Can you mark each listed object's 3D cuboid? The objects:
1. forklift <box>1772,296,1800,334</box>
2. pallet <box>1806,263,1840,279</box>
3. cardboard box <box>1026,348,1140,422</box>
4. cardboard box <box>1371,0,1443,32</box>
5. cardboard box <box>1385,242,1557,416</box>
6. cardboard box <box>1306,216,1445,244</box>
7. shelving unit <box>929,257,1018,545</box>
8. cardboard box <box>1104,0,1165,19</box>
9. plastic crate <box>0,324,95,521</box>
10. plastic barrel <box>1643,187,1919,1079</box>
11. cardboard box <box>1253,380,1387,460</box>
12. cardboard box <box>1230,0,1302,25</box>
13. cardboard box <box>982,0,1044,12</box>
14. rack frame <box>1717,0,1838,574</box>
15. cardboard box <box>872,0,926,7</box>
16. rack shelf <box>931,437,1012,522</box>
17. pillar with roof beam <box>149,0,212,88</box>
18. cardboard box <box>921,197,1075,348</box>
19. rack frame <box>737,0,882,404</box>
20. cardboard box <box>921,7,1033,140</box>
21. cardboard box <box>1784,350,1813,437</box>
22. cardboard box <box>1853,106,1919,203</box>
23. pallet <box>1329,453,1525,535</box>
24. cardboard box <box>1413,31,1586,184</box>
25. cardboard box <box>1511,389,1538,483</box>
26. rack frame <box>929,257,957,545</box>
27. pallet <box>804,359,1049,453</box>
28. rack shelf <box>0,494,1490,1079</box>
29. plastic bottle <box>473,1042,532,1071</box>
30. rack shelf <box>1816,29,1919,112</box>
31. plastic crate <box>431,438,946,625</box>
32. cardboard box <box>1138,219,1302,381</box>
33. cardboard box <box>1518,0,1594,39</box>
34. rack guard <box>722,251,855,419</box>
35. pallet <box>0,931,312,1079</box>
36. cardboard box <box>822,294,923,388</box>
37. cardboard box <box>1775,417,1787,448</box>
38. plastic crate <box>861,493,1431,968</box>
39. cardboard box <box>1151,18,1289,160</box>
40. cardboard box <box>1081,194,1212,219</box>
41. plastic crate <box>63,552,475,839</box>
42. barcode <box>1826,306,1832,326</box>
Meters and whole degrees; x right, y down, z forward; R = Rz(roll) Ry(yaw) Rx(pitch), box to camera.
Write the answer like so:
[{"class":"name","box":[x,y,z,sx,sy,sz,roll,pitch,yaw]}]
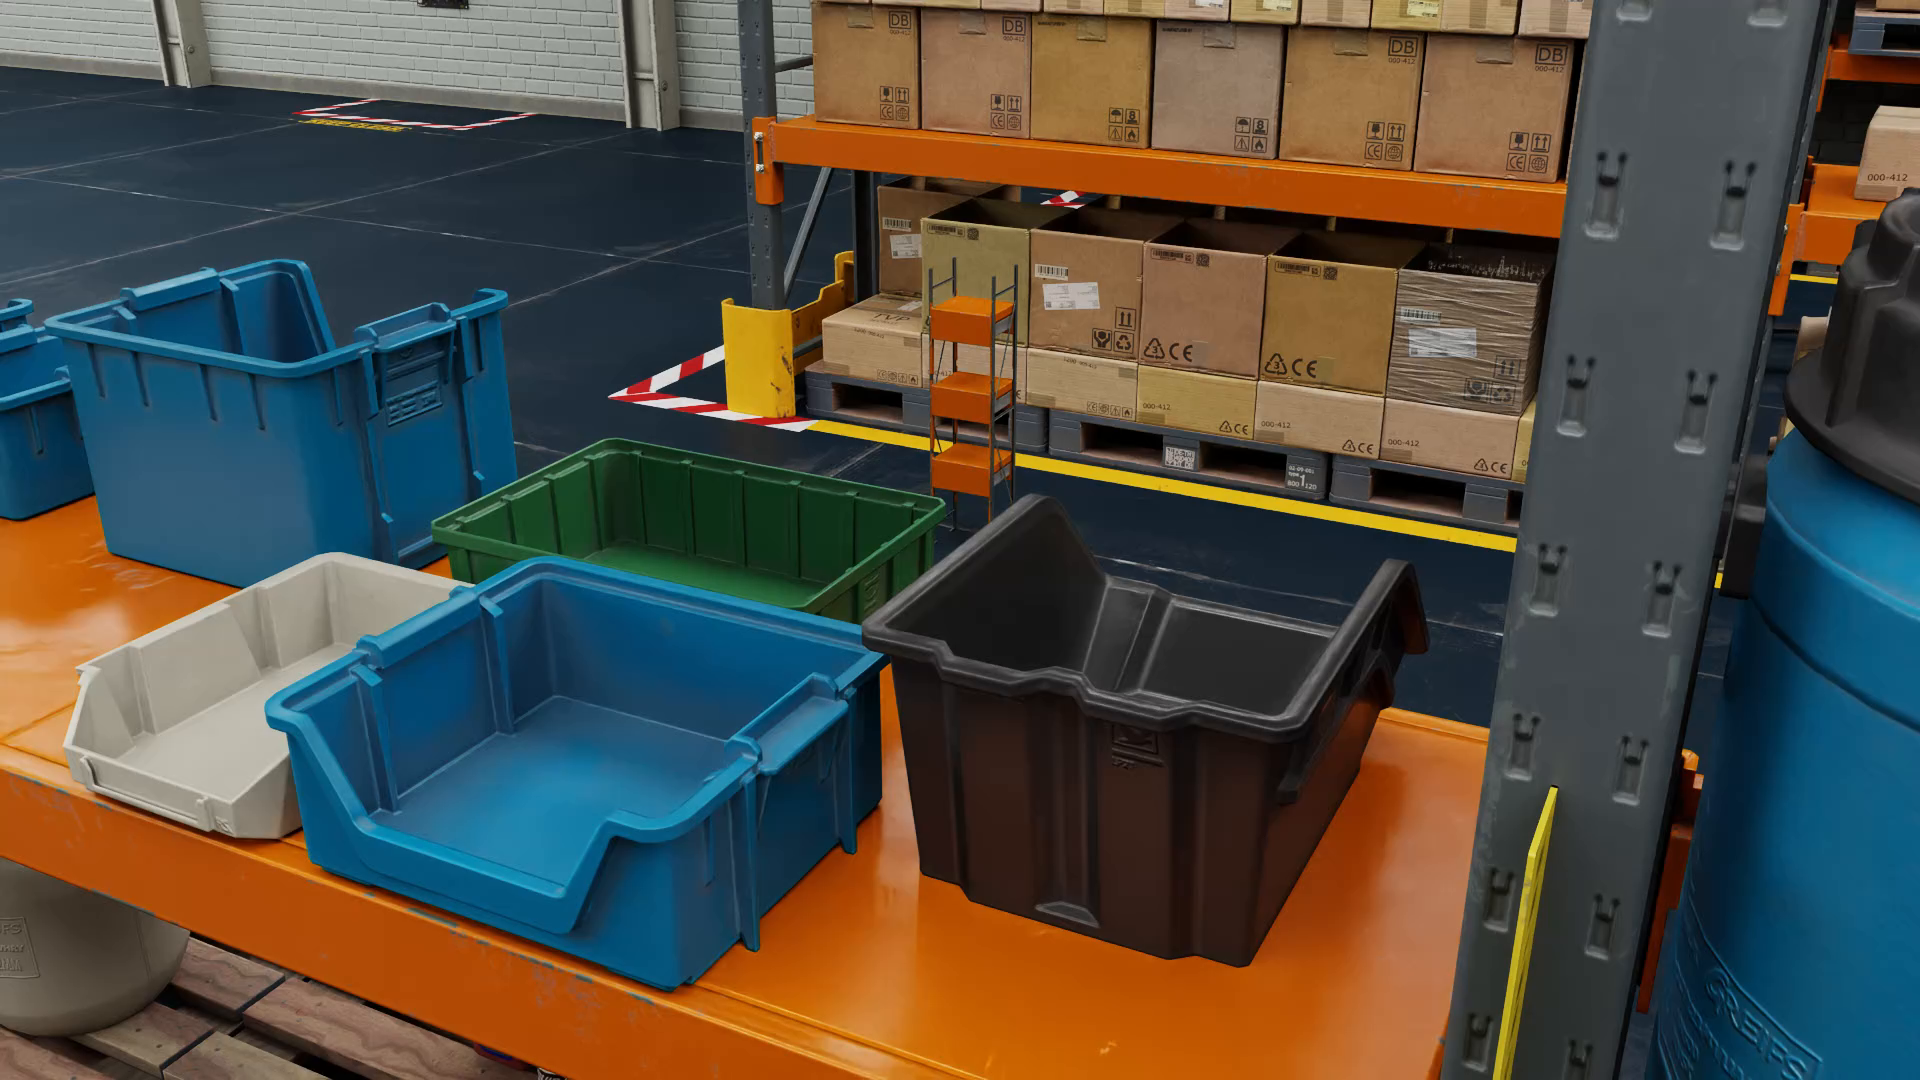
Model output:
[{"class":"forklift","box":[2.759,-2.418,8.192,3.031,2.935,1.130,5,24,12]},{"class":"pallet","box":[5.839,-1.755,10.107,1.213,0.211,1.003,11,25,25]},{"class":"cardboard box","box":[0.614,-0.731,7.112,0.500,0.250,0.500,11,25,25]},{"class":"cardboard box","box":[1.665,-1.942,6.028,0.250,0.149,0.380,11,25,24]},{"class":"cardboard box","box":[1.958,-0.815,6.353,0.500,0.500,0.500,11,25,25]},{"class":"cardboard box","box":[1.746,-1.085,6.987,0.500,0.500,0.500,11,25,25]},{"class":"shelving unit","box":[0.048,-0.474,6.022,0.252,1.050,0.215,11,25,25]},{"class":"cardboard box","box":[0.745,-2.124,6.455,0.250,0.149,0.380,11,25,24]},{"class":"plastic crate","box":[-1.738,-0.252,3.201,0.408,0.251,0.499,11,25,25]},{"class":"plastic barrel","box":[0.881,0.228,1.240,0.708,0.901,0.600,11,25,25]},{"class":"cardboard box","box":[1.504,-0.553,6.694,0.500,0.250,0.500,11,25,25]},{"class":"cardboard box","box":[1.201,-2.033,6.240,0.250,0.149,0.380,12,26,26]},{"class":"cardboard box","box":[0.278,-2.215,6.669,0.250,0.149,0.380,11,25,24]},{"class":"rack frame","box":[2.911,-1.444,5.813,0.127,3.000,1.000,11,25,25]},{"class":"cardboard box","box":[-0.168,-2.305,6.881,0.250,0.149,0.380,10,25,23]},{"class":"rack shelf","box":[0.048,-0.208,6.135,0.240,0.259,0.215,11,25,25]},{"class":"pillar with roof beam","box":[-10.063,-7.436,12.237,0.400,9.000,9.100,11,25,25]},{"class":"cardboard box","box":[0.167,-1.164,7.172,0.500,0.500,0.500,11,25,25]},{"class":"rack frame","box":[-0.658,-2.151,7.474,0.127,3.000,1.000,11,25,25]},{"class":"cardboard box","box":[0.223,-2.019,7.036,0.500,0.500,0.700,12,26,26]},{"class":"cardboard box","box":[3.168,-0.470,5.783,0.500,0.311,0.500,11,26,25]},{"class":"cardboard box","box":[3.370,-1.304,5.674,0.500,0.250,0.500,13,26,28]},{"class":"pallet","box":[2.221,-0.316,6.724,1.213,0.211,1.003,11,25,25]},{"class":"cardboard box","box":[2.039,-1.657,6.187,0.500,0.500,0.700,11,25,24]},{"class":"cardboard box","box":[2.399,-0.378,6.282,0.500,0.250,0.500,11,25,25]},{"class":"rack frame","box":[-0.061,-0.495,6.073,0.008,1.050,0.200,11,25,25]},{"class":"pallet","box":[0.043,-0.747,7.737,1.213,0.211,1.003,11,25,25]},{"class":"rack shelf","box":[-1.112,0.263,2.718,4.000,0.370,1.077,11,25,25]},{"class":"plastic bottle","box":[-0.895,0.889,3.236,0.133,0.283,0.061,11,25,25]},{"class":"rack shelf","box":[6.928,-2.491,9.194,4.000,0.370,1.077,11,25,25]},{"class":"plastic crate","box":[-0.411,0.044,2.584,0.662,0.188,0.450,11,25,25]},{"class":"cardboard box","box":[1.057,-0.986,6.753,0.500,0.500,0.500,11,25,25]},{"class":"cardboard box","box":[2.117,-1.852,5.815,0.250,0.149,0.380,10,25,23]},{"class":"rack guard","box":[-0.680,-1.005,7.973,0.348,0.500,1.175,11,25,25]},{"class":"pallet","box":[-2.085,1.004,3.619,1.213,0.211,1.003,11,25,25]},{"class":"cardboard box","box":[-0.280,-0.906,7.525,0.500,0.250,0.500,11,25,25]},{"class":"cardboard box","box":[3.160,-0.215,5.898,0.500,0.250,0.500,11,25,23]},{"class":"plastic crate","box":[0.263,0.177,2.081,0.504,0.338,0.767,11,25,25]},{"class":"cardboard box","box":[1.135,-1.837,6.610,0.500,0.500,0.700,12,26,26]},{"class":"cardboard box","box":[0.854,-1.261,7.402,0.500,0.500,0.500,11,25,25]},{"class":"plastic crate","box":[-0.890,0.208,2.265,0.437,0.136,0.530,11,25,25]},{"class":"barcode","box":[2.951,-0.748,5.581,0.075,0.075,0.001,11,25,25]}]
